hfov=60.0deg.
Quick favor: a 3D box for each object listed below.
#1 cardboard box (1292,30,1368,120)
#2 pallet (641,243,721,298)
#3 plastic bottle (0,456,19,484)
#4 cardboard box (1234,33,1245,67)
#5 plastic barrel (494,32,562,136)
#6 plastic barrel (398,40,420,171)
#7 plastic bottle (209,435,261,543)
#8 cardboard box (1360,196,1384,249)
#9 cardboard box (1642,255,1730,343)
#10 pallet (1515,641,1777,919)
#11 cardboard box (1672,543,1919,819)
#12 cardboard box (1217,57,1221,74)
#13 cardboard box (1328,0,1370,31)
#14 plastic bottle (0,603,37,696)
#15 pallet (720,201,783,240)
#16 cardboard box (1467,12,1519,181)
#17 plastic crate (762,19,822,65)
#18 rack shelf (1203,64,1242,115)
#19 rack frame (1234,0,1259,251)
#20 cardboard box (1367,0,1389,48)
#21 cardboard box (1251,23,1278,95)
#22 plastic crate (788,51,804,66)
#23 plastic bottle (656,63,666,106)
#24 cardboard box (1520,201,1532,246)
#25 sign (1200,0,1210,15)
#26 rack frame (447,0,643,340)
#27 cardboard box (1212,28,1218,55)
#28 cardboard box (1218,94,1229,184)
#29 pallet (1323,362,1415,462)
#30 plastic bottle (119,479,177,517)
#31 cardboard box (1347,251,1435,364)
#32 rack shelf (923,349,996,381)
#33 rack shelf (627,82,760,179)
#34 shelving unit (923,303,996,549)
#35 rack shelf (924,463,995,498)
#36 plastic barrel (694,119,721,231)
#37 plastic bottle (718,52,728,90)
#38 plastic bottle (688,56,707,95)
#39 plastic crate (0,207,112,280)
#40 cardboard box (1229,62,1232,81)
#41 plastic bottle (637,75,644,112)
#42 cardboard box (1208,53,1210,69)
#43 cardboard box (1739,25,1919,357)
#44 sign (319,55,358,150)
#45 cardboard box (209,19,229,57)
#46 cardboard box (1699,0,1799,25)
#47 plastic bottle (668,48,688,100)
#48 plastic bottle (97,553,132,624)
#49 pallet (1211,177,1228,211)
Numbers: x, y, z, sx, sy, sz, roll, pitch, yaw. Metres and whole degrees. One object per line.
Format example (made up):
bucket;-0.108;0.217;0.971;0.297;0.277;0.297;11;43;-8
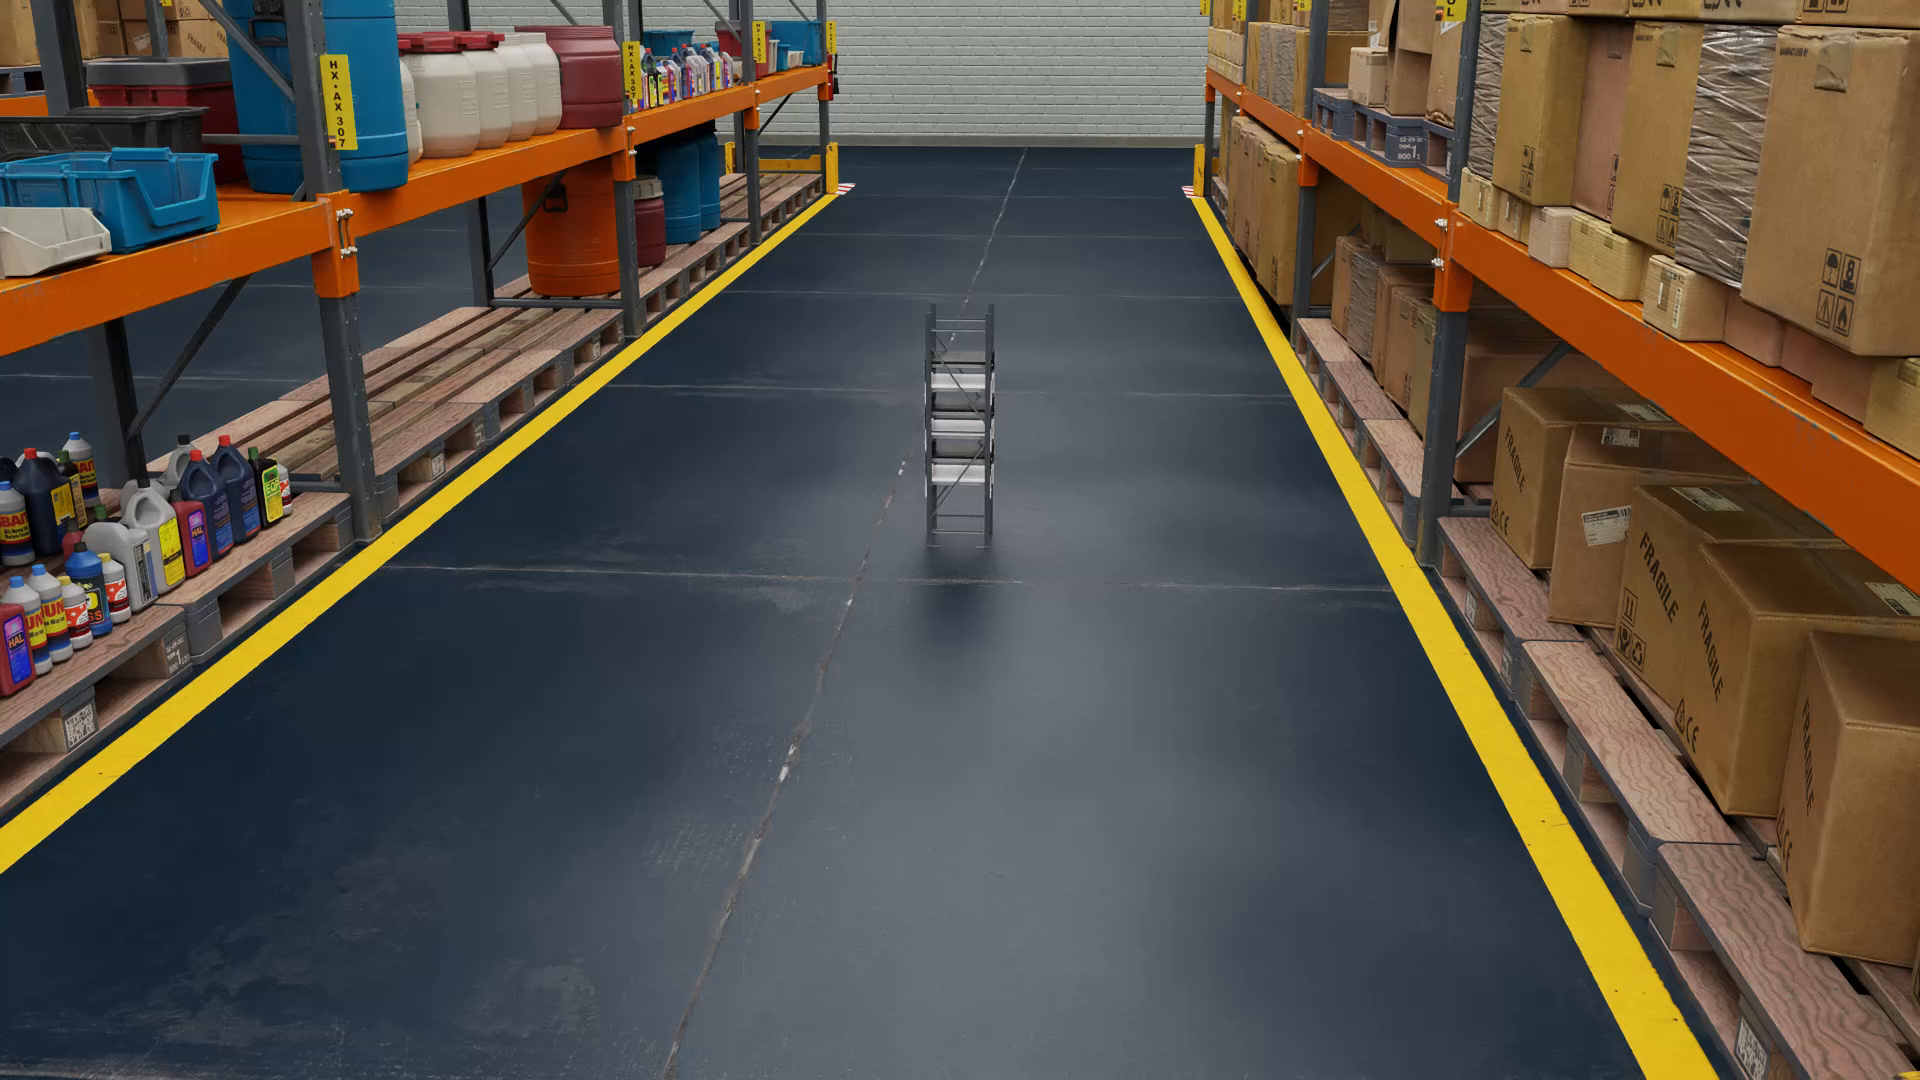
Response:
cardboard box;2.265;-2.773;9.908;0.500;0.500;0.500;2;18;6
pallet;-2.359;-1.976;12.114;1.003;0.211;1.213;1;18;4
plastic bottle;-3.222;-0.144;5.592;0.144;0.351;0.185;2;18;5
cardboard box;2.533;-4.022;13.644;0.500;0.250;0.500;1;18;3
plastic barrel;-2.324;-2.406;8.769;0.421;0.512;0.421;0;18;0
plastic barrel;-2.463;-1.792;6.856;0.433;0.535;0.433;0;18;0
plastic bottle;-2.509;-0.179;5.699;0.144;0.351;0.185;1;18;2
cardboard box;2.458;-1.735;9.006;0.500;0.250;0.500;2;18;6
cardboard box;1.720;-0.524;3.608;0.380;0.149;0.250;1;18;4
pallet;2.092;0.590;4.283;1.003;0.211;1.213;1;18;4
cardboard box;2.037;0.332;3.932;0.500;0.500;0.500;3;18;9
cardboard box;2.606;-4.430;15.528;0.380;0.149;0.250;1;18;3
cardboard box;2.545;-3.318;9.959;0.797;0.503;0.637;2;18;6
plastic bottle;-2.562;0.263;4.459;0.061;0.283;0.133;2;18;5
pallet;-2.163;-2.824;14.701;1.003;0.211;1.213;1;18;4
cardboard box;2.096;-1.375;5.163;0.875;0.500;0.500;1;18;4
plastic crate;-1.728;-5.099;17.014;0.616;0.435;0.499;1;18;4
rack shelf;2.907;-4.088;15.238;1.077;0.370;4.000;1;18;4
rack frame;2.763;-3.809;13.230;1.000;3.000;0.127;1;18;4
cardboard box;2.478;-2.645;8.843;0.500;0.500;0.500;-1;18;-3
cardboard box;2.446;-3.563;12.319;0.500;0.500;0.500;1;18;4
plastic crate;-1.768;-4.808;16.605;0.396;0.136;0.243;1;18;4
plastic bottle;-2.015;-3.035;11.076;0.097;0.271;0.097;0;18;0
cardboard box;1.845;-0.911;4.791;0.380;0.149;0.250;1;18;4
sign;2.497;-5.515;16.918;0.100;0.325;0.005;1;18;4
rack frame;-2.464;-2.677;9.776;1.000;3.000;0.127;1;18;4
cardboard box;2.716;-4.817;16.069;0.500;0.250;0.500;1;18;3
cardboard box;3.084;-4.041;16.675;0.875;0.875;0.875;1;18;4
pallet;2.329;-0.621;7.979;1.003;0.211;1.213;1;18;4
plastic bottle;-2.672;-0.079;5.515;0.152;0.276;0.135;1;18;4
cardboard box;2.421;-1.207;8.596;0.700;0.500;0.500;0;18;-1
rack shelf;0.001;-0.655;6.217;0.258;0.077;0.200;1;18;4
rack shelf;-2.320;-2.957;11.784;1.077;0.370;4.000;1;18;4
shelving unit;0.001;-0.430;6.291;0.258;0.900;0.210;1;18;4
rack shelf;0.001;-0.227;6.357;0.258;0.077;0.200;1;18;4
plastic barrel;-2.233;-2.953;13.314;0.600;0.901;0.708;1;18;4
plastic bottle;-1.854;-3.662;12.968;0.061;0.283;0.133;1;18;4
plastic bottle;-1.955;-3.419;12.239;0.152;0.276;0.135;1;18;4
plastic crate;-2.614;-0.800;4.470;0.530;0.136;0.437;1;18;4
cardboard box;2.514;-4.031;14.312;0.380;0.149;0.250;2;18;5
plastic bottle;-2.041;-2.850;10.491;0.061;0.283;0.133;1;18;4
cardboard box;2.696;-4.829;16.747;0.380;0.149;0.250;1;18;5
cardboard box;1.886;-0.599;2.796;0.875;0.500;0.500;1;18;4
sign;-2.202;-1.551;5.894;0.100;0.325;0.005;1;18;4
cardboard box;-6.775;-4.390;14.843;0.500;0.500;0.500;2;18;5
cardboard box;1.765;-1.233;3.125;0.500;0.500;0.500;1;18;4
plastic bottle;-1.995;-3.261;11.638;0.144;0.351;0.185;1;18;4
plastic bottle;-2.543;0.140;4.966;0.097;0.201;0.097;0;18;0
pallet;3.071;-3.476;16.693;1.003;0.211;1.213;1;18;4
